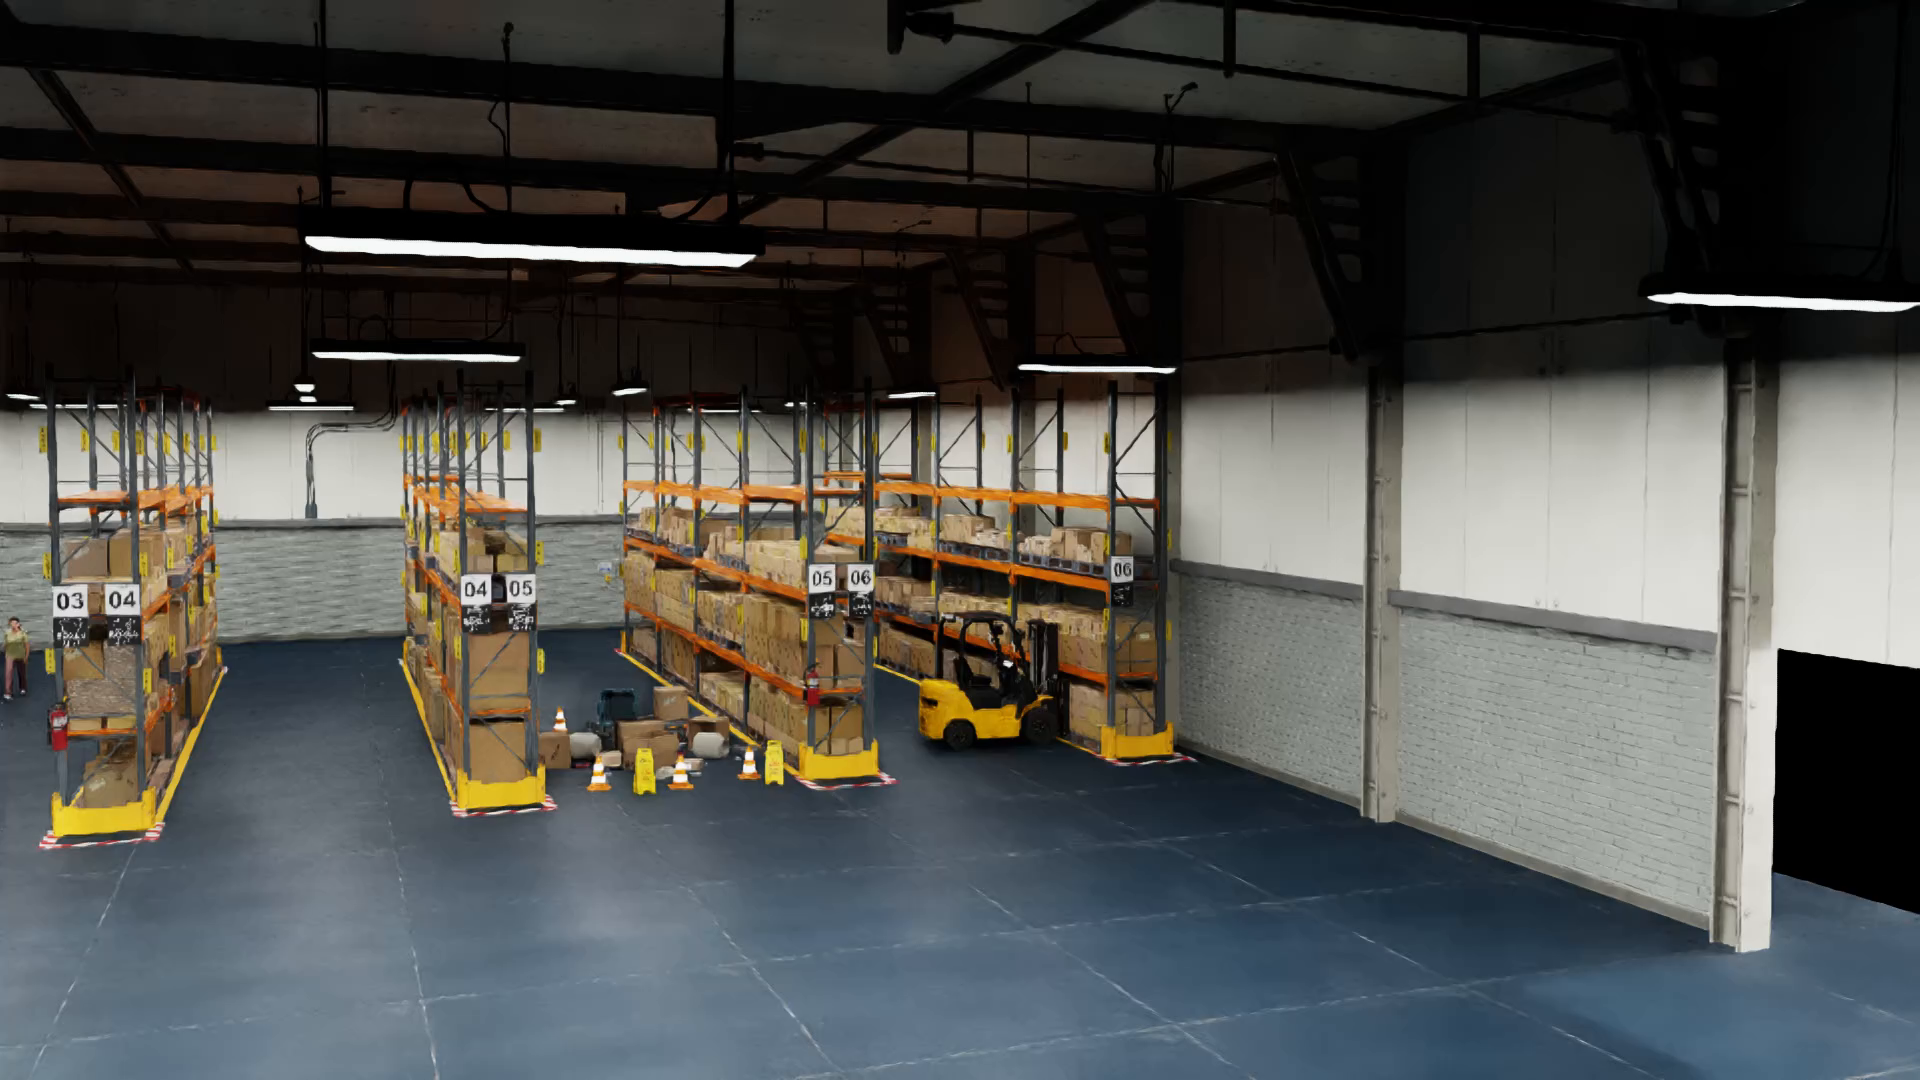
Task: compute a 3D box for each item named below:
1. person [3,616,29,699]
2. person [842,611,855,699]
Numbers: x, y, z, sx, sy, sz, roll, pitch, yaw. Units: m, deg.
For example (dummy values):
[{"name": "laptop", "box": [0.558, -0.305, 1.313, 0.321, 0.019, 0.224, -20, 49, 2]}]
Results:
[{"name": "person", "box": [-18.480, 2.282, 32.576, 0.447, 1.589, 1.095, -1, 4, -23]}, {"name": "person", "box": [-2.274, 2.232, 32.452, 0.569, 1.718, 0.627, 0, 3, 8]}]
